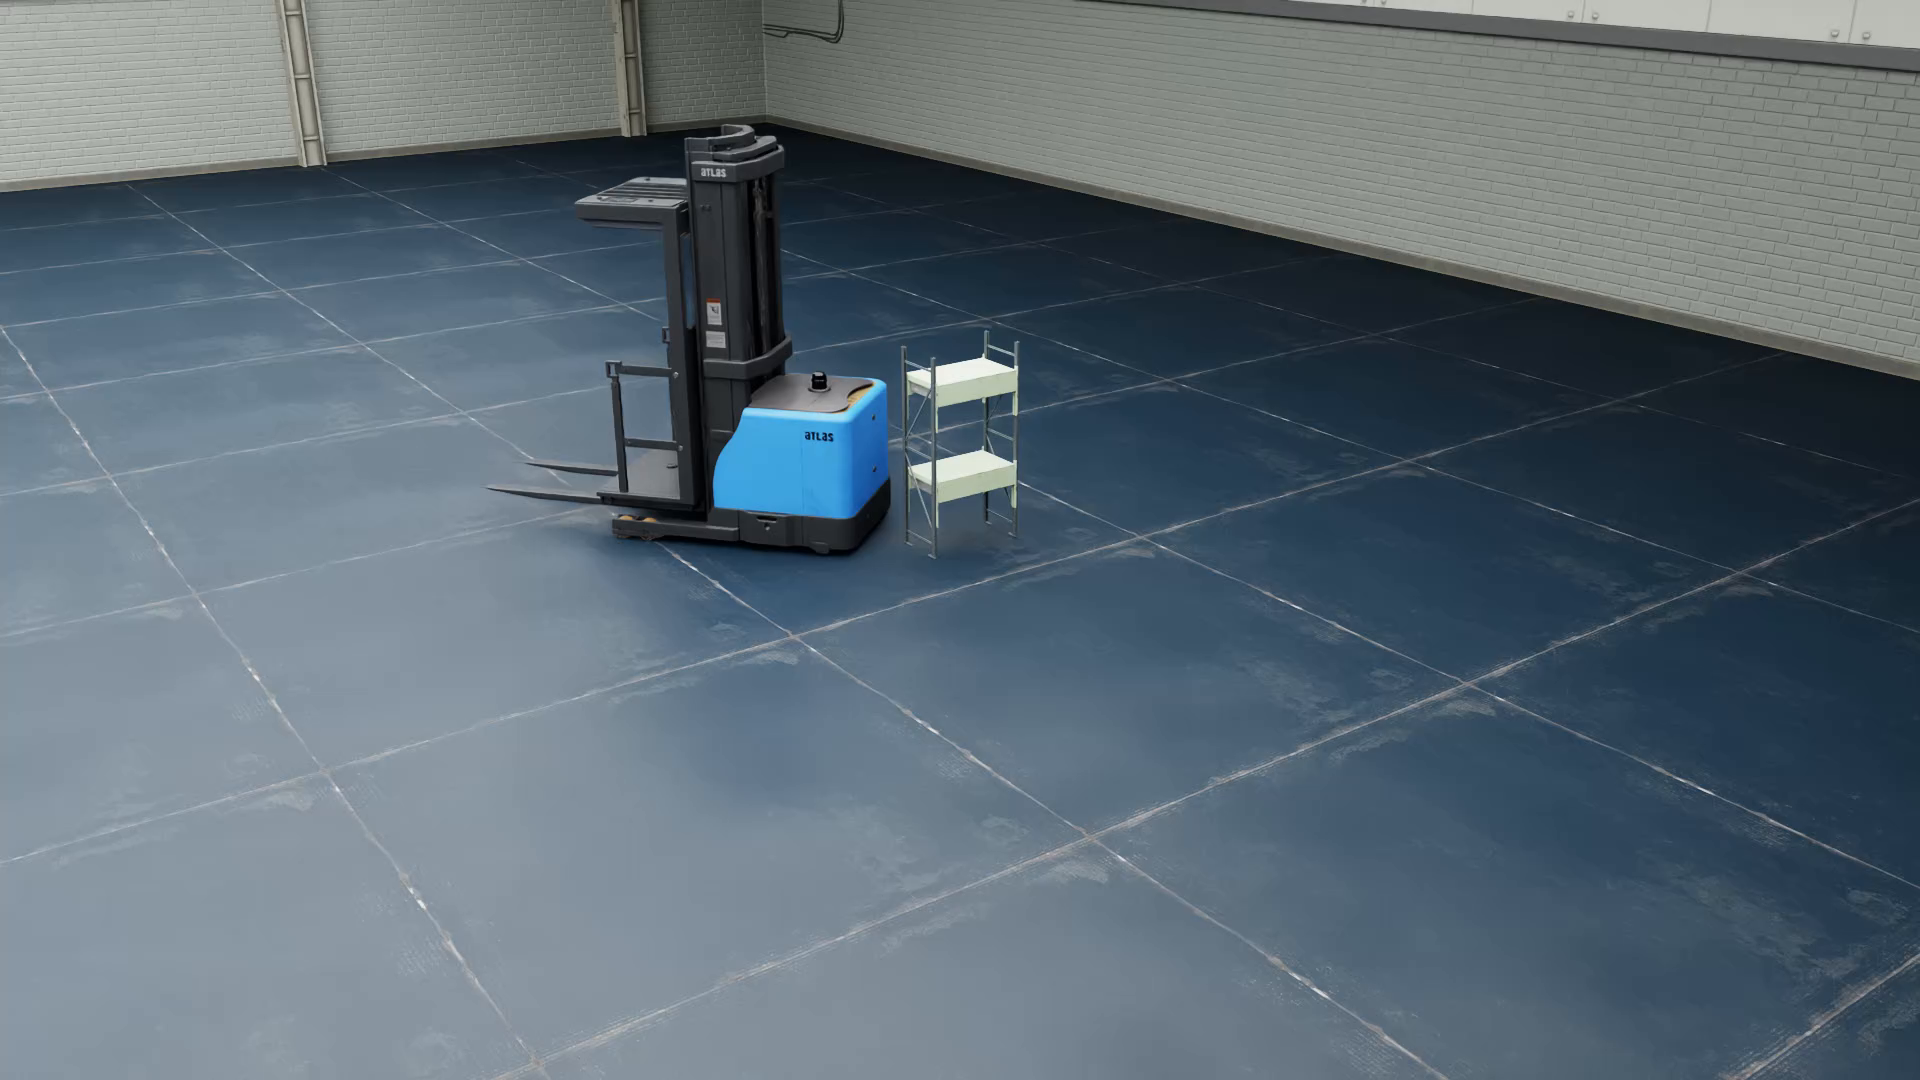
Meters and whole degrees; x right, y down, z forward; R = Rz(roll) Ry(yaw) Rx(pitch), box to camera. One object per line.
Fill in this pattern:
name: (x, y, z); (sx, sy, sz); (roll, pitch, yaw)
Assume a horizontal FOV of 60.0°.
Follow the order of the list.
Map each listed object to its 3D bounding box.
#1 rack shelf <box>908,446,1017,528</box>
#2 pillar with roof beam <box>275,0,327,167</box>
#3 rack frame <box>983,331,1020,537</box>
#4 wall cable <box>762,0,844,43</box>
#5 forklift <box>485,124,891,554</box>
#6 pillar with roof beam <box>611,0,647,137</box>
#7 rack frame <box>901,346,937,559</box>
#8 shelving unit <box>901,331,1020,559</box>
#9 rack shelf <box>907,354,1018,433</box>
rack shelf: (0.005, -0.395, 12.243); (0.720, 0.370, 0.431); (-15, 26, -33)
pillar with roof beam: (-8.585, -9.320, 23.611); (0.400, 9.000, 9.100); (-15, 26, -33)
rack frame: (0.303, -0.777, 12.321); (0.023, 1.500, 0.400); (-15, 26, -33)
wall cable: (-3.065, -10.712, 31.288); (0.112, 2.526, 3.097); (-15, 26, -33)
forklift: (-2.110, -1.539, 12.299); (3.031, 2.935, 1.130); (5, 22, 13)
pillar with roof beam: (-3.714, -10.619, 26.866); (0.400, 9.000, 9.100); (-15, 26, -33)
rack frame: (-0.292, -0.619, 11.924); (0.023, 1.500, 0.400); (-15, 26, -33)
shelving unit: (0.005, -0.698, 12.122); (0.755, 1.500, 0.431); (-15, 26, -33)
rack shelf: (0.005, -1.061, 11.977); (0.720, 0.370, 0.431); (-15, 26, -33)
